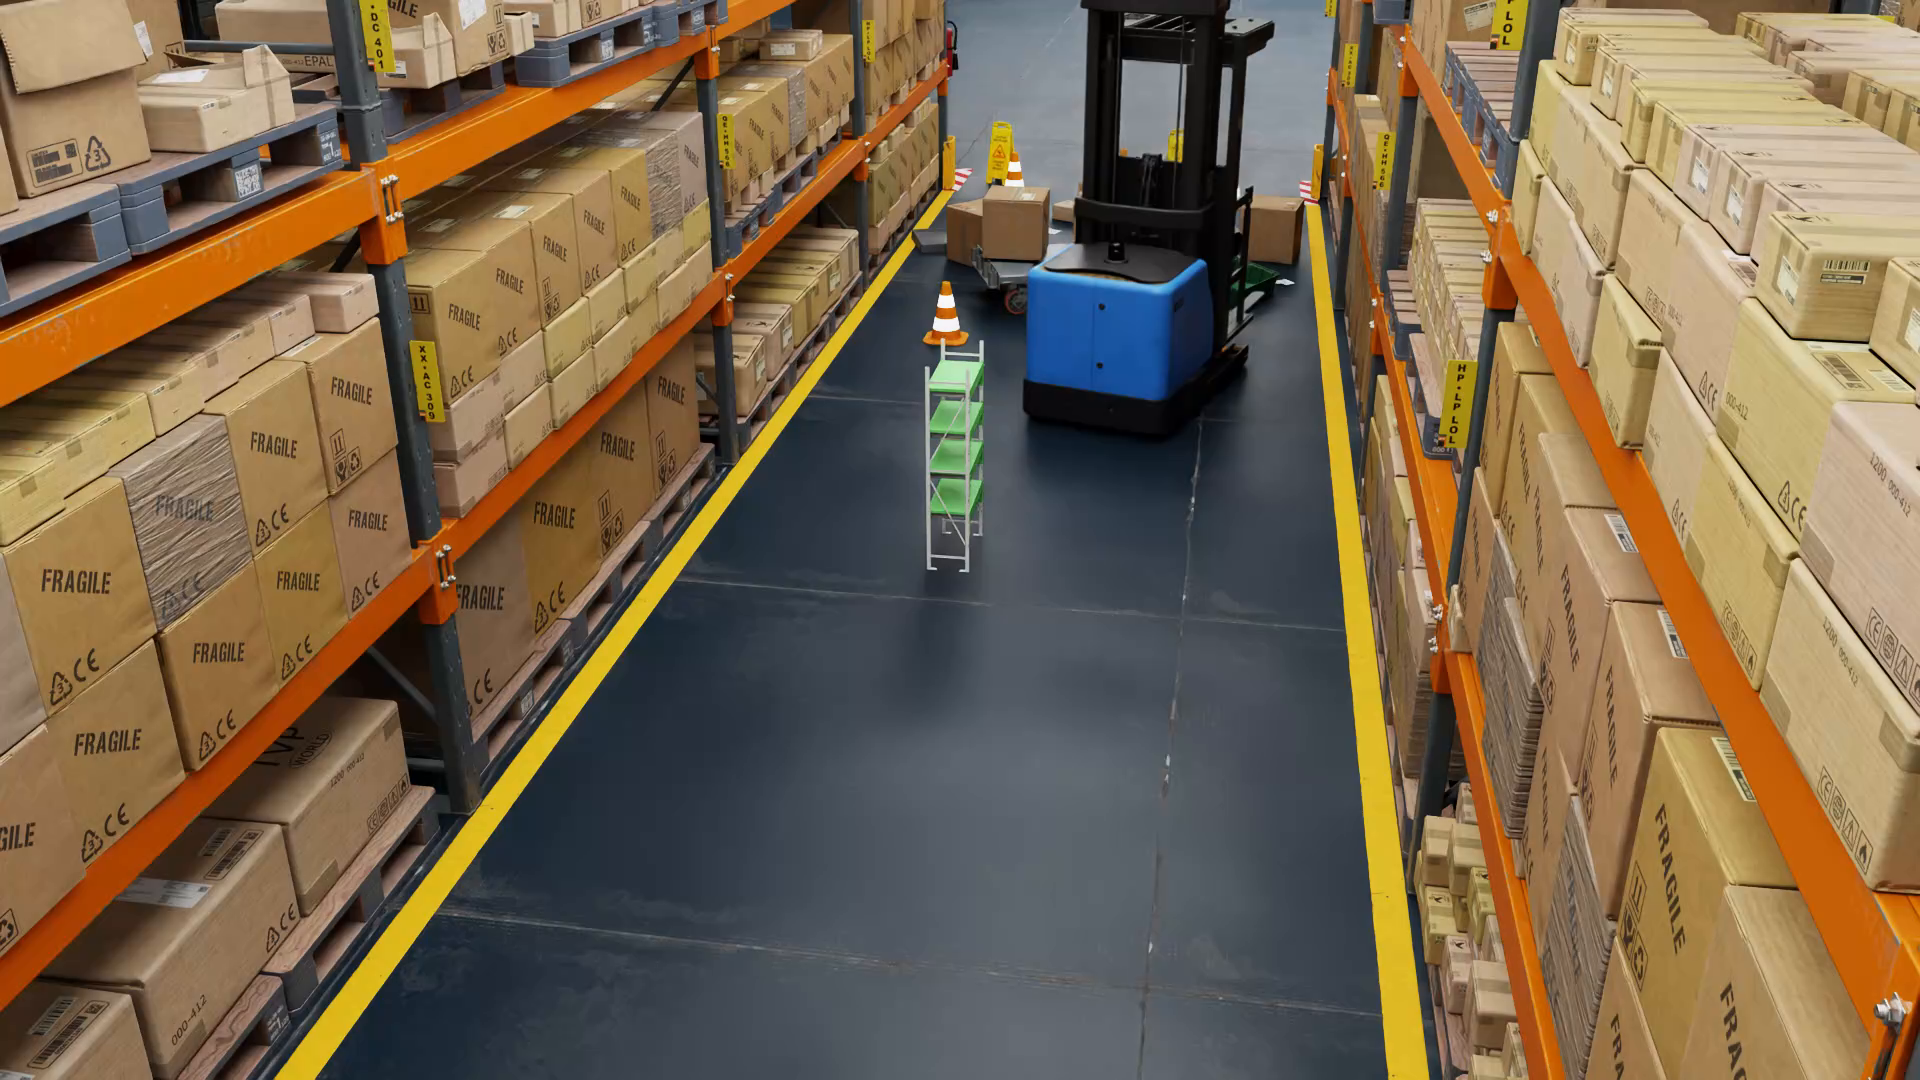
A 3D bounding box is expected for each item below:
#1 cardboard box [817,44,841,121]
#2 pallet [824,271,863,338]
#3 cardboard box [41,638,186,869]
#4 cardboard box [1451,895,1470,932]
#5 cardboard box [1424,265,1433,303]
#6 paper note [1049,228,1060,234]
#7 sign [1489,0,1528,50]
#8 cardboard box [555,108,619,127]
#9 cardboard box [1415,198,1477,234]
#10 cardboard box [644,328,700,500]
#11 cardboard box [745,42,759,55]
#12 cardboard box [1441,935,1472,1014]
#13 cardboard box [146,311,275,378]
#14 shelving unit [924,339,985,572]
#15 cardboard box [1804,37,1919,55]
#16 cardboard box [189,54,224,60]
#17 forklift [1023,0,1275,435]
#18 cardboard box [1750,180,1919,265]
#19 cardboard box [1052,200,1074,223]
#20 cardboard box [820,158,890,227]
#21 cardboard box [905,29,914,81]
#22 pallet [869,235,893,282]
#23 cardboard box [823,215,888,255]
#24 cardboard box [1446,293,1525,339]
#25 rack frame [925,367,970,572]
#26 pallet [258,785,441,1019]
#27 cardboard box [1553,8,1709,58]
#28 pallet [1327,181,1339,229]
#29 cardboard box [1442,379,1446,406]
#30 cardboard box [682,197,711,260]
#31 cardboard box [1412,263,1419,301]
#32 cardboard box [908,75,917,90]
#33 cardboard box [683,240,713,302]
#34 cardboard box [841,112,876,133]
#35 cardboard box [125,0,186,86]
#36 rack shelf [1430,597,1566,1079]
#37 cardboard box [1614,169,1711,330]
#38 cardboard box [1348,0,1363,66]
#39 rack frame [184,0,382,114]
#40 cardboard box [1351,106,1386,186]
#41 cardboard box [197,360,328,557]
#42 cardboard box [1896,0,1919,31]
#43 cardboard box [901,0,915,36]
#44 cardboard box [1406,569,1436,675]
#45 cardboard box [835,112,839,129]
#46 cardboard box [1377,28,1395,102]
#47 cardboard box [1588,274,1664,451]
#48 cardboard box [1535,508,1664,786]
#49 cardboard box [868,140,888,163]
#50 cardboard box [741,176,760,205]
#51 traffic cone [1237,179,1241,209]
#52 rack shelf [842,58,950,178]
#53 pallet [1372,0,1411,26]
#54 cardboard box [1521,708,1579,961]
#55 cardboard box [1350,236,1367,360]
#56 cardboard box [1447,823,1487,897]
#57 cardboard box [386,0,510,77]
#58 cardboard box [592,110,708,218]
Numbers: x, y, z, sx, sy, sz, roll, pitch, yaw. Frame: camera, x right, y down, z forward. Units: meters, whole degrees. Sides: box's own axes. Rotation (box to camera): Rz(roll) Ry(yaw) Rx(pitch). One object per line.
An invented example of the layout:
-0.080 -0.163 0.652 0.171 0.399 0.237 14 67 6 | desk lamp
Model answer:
-1.218 -3.517 12.761 0.500 0.500 0.500 4 25 9 | cardboard box
-1.415 -1.975 13.720 1.003 0.211 1.213 4 25 9 | pallet
-2.667 0.594 4.826 0.500 0.500 0.500 5 26 10 | cardboard box
1.976 1.291 5.971 0.380 0.149 0.250 4 25 9 | cardboard box
2.557 -1.282 8.400 0.380 0.149 0.250 4 25 9 | cardboard box
0.887 -3.008 16.155 0.148 0.019 0.142 13 28 26 | paper note
1.755 -1.725 5.284 0.100 0.325 0.005 4 25 9 | sign
-2.265 -2.199 9.613 0.500 0.500 0.500 3 25 7 | cardboard box
2.690 -1.754 9.058 0.380 0.149 0.250 4 25 9 | cardboard box
-2.138 -0.835 10.007 0.875 0.875 0.875 4 25 8 | cardboard box
-1.730 -3.548 12.827 0.500 0.500 0.500 4 25 9 | cardboard box
1.894 1.533 5.804 0.380 0.149 0.250 4 25 8 | cardboard box
-2.533 -0.652 5.543 0.380 0.149 0.250 4 25 9 | cardboard box
-0.027 -0.474 9.348 0.258 1.200 0.503 4 25 9 | shelving unit
2.491 -1.248 4.457 0.380 0.149 0.250 4 25 8 | cardboard box
-6.140 -3.879 13.615 0.380 0.149 0.250 4 25 8 | cardboard box
1.523 -2.623 11.896 1.130 2.935 3.031 11 27 23 | forklift
1.630 -0.524 2.911 0.380 0.149 0.250 3 25 7 | cardboard box
1.144 -3.257 16.534 0.380 0.149 0.250 19 31 35 | cardboard box
-0.926 -3.076 14.647 0.500 0.500 0.500 5 26 11 | cardboard box
-0.725 -4.542 15.445 0.500 0.500 0.500 4 25 9 | cardboard box
-1.214 -2.584 15.021 1.003 0.211 1.213 4 25 9 | pallet
-0.926 -2.736 14.806 0.500 0.250 0.500 3 25 6 | cardboard box
2.390 -0.989 7.424 0.380 0.149 0.250 3 25 6 | cardboard box
-0.067 -0.372 9.130 0.240 1.200 0.015 4 25 9 | rack frame
-2.798 1.358 6.600 1.003 0.211 1.213 4 25 9 | pallet
2.017 -1.510 5.015 0.380 0.149 0.250 4 25 8 | cardboard box
4.211 -3.333 16.621 1.003 0.211 1.213 4 25 9 | pallet
2.339 -0.607 7.310 0.380 0.149 0.250 3 25 6 | cardboard box
-1.771 -1.829 9.706 0.500 0.250 0.500 4 25 8 | cardboard box
2.641 -1.381 8.963 0.380 0.149 0.250 5 26 11 | cardboard box
-0.625 -4.412 15.933 0.380 0.149 0.250 4 25 8 | cardboard box
-1.769 -1.593 9.792 0.500 0.250 0.500 3 25 7 | cardboard box
-0.921 -3.559 14.112 0.380 0.149 0.250 4 25 8 | cardboard box
-2.900 -1.625 5.415 0.500 0.500 0.500 4 25 9 | cardboard box
1.977 1.245 4.400 1.077 0.370 4.000 4 25 9 | rack shelf
1.737 -0.609 3.563 0.500 0.250 0.500 3 25 6 | cardboard box
3.680 -4.210 13.755 0.875 0.550 0.550 4 25 9 | cardboard box
-2.596 -2.935 5.405 1.000 3.000 0.127 4 25 9 | rack frame
3.178 -2.896 12.280 0.500 0.500 0.500 4 25 9 | cardboard box
-2.492 -0.288 5.529 0.500 0.500 0.500 4 25 8 | cardboard box
8.694 -4.763 14.739 0.500 0.500 0.500 4 25 9 | cardboard box
-0.789 -4.786 14.787 0.700 0.500 0.500 3 25 7 | cardboard box
2.176 0.356 7.019 0.500 0.250 0.500 3 25 7 | cardboard box
-1.161 -3.296 13.055 0.380 0.149 0.250 3 25 7 | cardboard box
3.536 -3.553 12.505 0.700 0.500 0.500 4 25 8 | cardboard box
1.701 -0.387 3.678 0.500 0.250 0.500 5 26 11 | cardboard box
1.722 0.263 4.001 0.500 0.500 0.500 3 25 7 | cardboard box
-0.847 -3.418 14.612 0.380 0.149 0.250 4 25 9 | cardboard box
-1.537 -2.317 10.963 0.380 0.149 0.250 2 25 5 | cardboard box
2.777 -3.663 17.030 0.336 0.463 0.334 4 25 9 | traffic cone
-0.962 -4.074 15.764 1.077 0.370 4.000 4 25 9 | rack shelf
3.010 -3.136 9.595 1.213 0.211 1.003 5 26 11 | pallet
1.724 0.735 4.173 0.500 0.500 0.500 5 26 11 | cardboard box
3.437 -1.765 12.141 1.050 0.750 0.750 4 25 9 | cardboard box
1.939 1.155 5.909 0.380 0.149 0.250 5 26 11 | cardboard box
-2.166 -2.160 6.675 0.500 0.500 0.500 4 25 8 | cardboard box
-1.769 -2.154 9.517 0.500 0.500 0.500 3 25 7 | cardboard box
